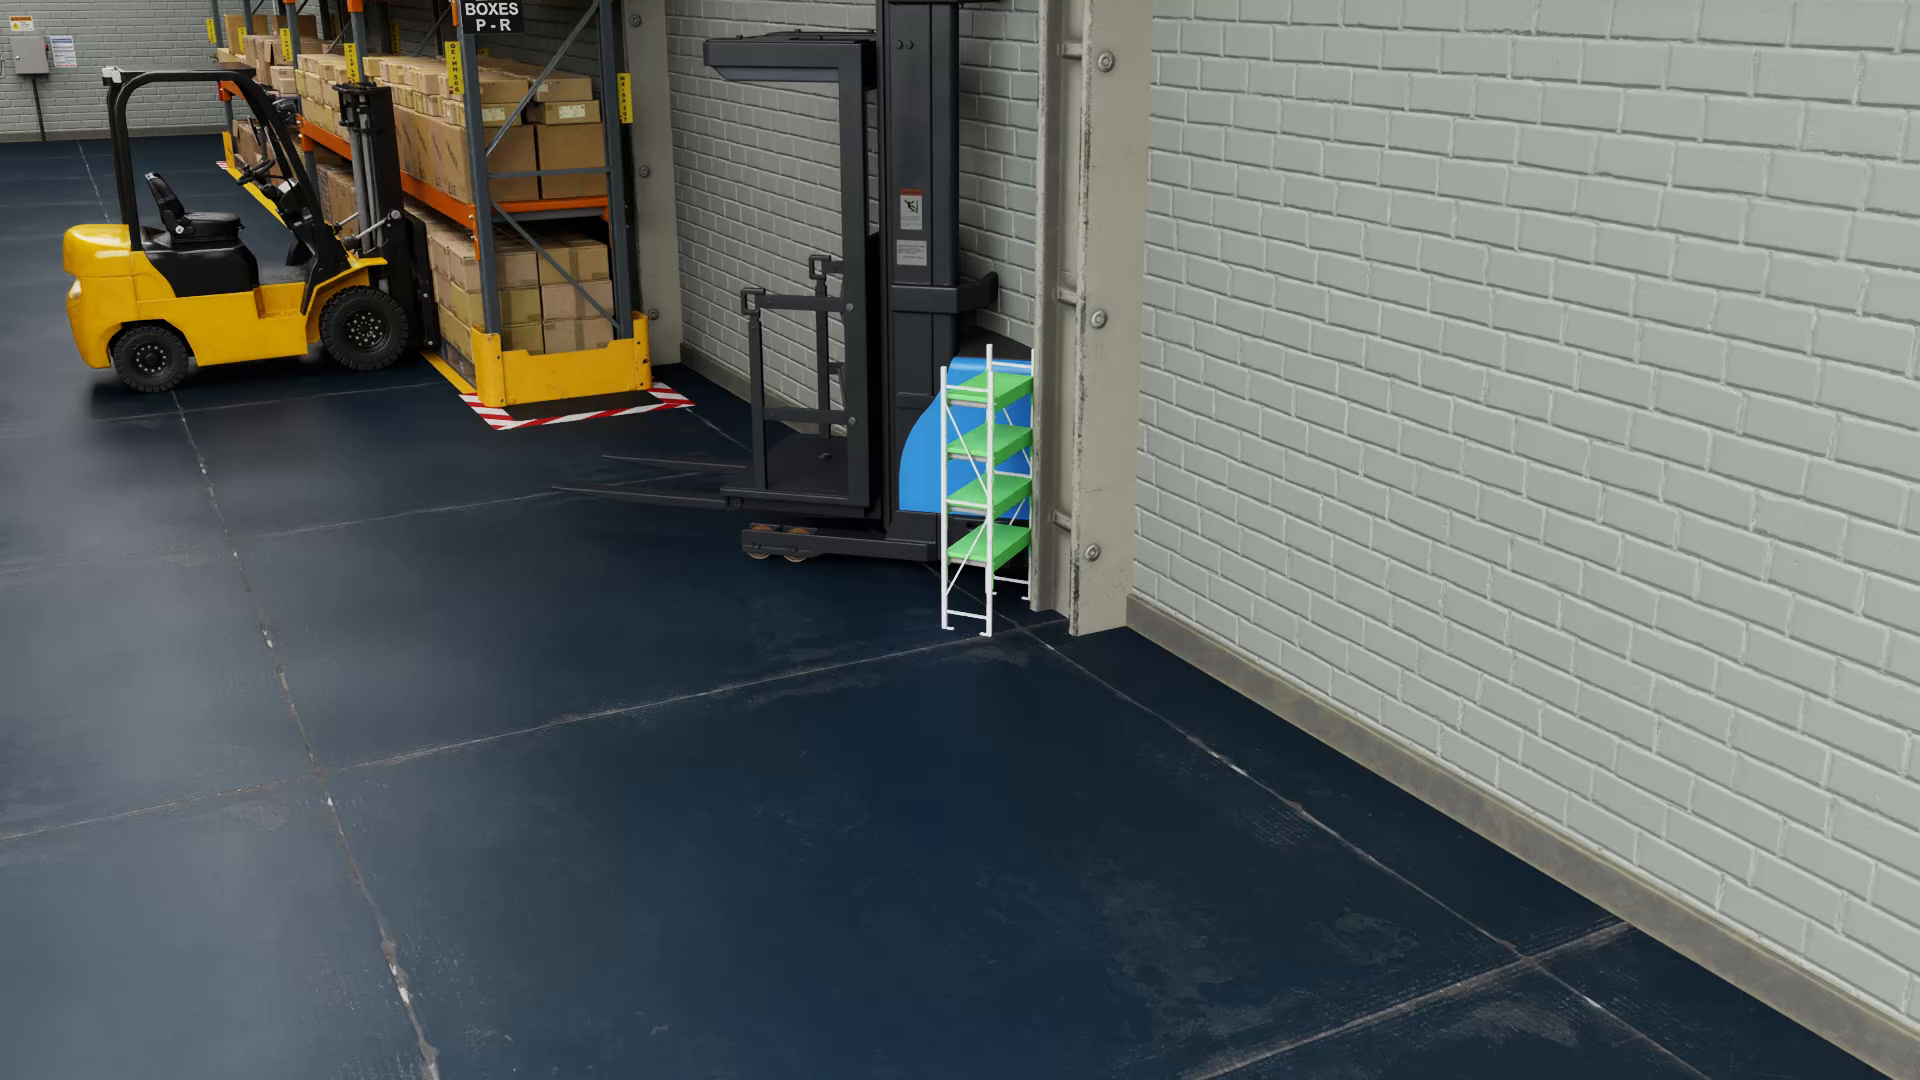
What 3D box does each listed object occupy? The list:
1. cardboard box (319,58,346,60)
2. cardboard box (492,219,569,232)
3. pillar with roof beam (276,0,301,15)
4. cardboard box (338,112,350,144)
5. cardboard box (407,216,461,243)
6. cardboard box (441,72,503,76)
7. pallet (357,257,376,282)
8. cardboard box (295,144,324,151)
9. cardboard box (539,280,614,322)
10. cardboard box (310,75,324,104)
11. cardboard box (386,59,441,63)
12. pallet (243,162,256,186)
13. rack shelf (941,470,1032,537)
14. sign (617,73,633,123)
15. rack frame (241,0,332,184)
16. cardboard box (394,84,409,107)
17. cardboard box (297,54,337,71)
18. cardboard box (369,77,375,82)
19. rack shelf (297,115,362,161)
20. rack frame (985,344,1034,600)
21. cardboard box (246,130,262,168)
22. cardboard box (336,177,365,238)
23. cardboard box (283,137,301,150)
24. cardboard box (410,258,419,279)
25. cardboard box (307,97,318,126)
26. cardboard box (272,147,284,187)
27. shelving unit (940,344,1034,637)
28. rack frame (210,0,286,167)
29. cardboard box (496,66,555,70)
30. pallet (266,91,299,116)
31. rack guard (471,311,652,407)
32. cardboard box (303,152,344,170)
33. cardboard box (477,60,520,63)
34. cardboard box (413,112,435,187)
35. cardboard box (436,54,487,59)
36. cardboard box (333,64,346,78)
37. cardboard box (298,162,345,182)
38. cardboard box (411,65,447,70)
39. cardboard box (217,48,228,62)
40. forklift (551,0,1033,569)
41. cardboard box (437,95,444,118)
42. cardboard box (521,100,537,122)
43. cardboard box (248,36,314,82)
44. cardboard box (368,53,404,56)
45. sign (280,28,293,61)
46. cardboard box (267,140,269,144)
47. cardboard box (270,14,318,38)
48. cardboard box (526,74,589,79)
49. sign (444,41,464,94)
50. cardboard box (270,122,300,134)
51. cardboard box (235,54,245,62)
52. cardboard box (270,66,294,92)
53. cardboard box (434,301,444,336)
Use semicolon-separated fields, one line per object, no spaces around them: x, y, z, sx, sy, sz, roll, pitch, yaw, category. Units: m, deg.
-6.114;-4.680;16.447;0.380;0.149;0.250;-10;21;-26;cardboard box
-3.291;-2.280;12.679;0.500;0.250;0.500;-10;21;-27;cardboard box
-14.634;-10.129;24.190;9.100;9.000;0.400;-10;21;-27;pillar with roof beam
-5.373;-3.778;15.212;0.500;0.250;0.500;-10;21;-27;cardboard box
-3.984;-2.344;12.865;0.500;0.250;0.500;-10;22;-28;cardboard box
-3.461;-3.238;11.812;0.380;0.149;0.250;-10;21;-26;cardboard box
-5.044;-2.489;15.520;1.003;0.211;1.213;-10;21;-27;pallet
-7.464;-4.486;19.227;0.380;0.149;0.250;-10;22;-27;cardboard box
-2.801;-1.755;11.925;0.500;0.250;0.500;-10;21;-26;cardboard box
-6.094;-4.453;16.401;0.500;0.250;0.500;-11;22;-28;cardboard box
-4.437;-3.826;13.516;0.380;0.149;0.250;-10;22;-28;cardboard box
-9.367;-5.128;23.168;1.003;0.211;1.213;-10;21;-27;pallet
0.132;-0.168;7.475;0.258;0.148;0.480;8;21;23;rack shelf
-2.269;-2.984;11.232;0.100;0.325;0.005;-10;21;-27;sign
-8.459;-5.898;21.125;1.000;3.000;0.127;-10;21;-27;rack frame
-4.157;-3.451;12.887;0.380;0.149;0.250;-11;22;-28;cardboard box
-6.667;-4.966;17.278;0.380;0.149;0.250;-9;21;-25;cardboard box
-4.740;-3.823;13.964;0.380;0.149;0.250;-10;22;-28;cardboard box
-5.610;-3.835;16.251;1.077;0.370;4.000;-10;21;-27;rack shelf
0.233;-0.301;7.664;0.240;1.200;0.015;8;21;23;rack frame
-9.286;-5.323;22.649;0.700;0.500;0.500;-11;22;-29;cardboard box
-5.638;-3.265;16.491;0.875;0.625;0.625;-11;22;-29;cardboard box
-7.963;-4.784;20.090;0.380;0.149;0.250;-10;21;-27;cardboard box
-3.993;-2.114;12.965;0.500;0.250;0.500;-10;21;-27;cardboard box
-6.329;-4.368;16.922;0.500;0.250;0.500;-10;22;-28;cardboard box
-8.166;-4.590;20.522;0.500;0.500;0.500;-10;22;-27;cardboard box
0.132;-0.228;7.454;0.258;1.200;0.503;8;21;23;shelving unit
-10.358;-7.046;24.453;1.000;3.000;0.127;-10;21;-27;rack frame
-3.254;-3.467;12.476;0.380;0.149;0.250;-11;22;-28;cardboard box
-6.943;-4.843;18.361;1.213;0.211;1.003;-10;21;-27;pallet
-2.749;-1.265;11.530;1.175;0.500;0.348;-10;21;-27;rack guard
-7.017;-4.176;18.328;0.380;0.149;0.250;-11;22;-29;cardboard box
-3.743;-3.759;13.323;0.380;0.149;0.250;-10;22;-28;cardboard box
-3.707;-2.898;12.279;0.500;0.500;0.500;-10;22;-28;cardboard box
-4.242;-4.051;14.169;0.380;0.149;0.250;-10;21;-27;cardboard box
-5.650;-4.381;15.582;0.380;0.149;0.250;-10;21;-26;cardboard box
-7.178;-4.000;18.813;0.500;0.500;0.500;-10;22;-27;cardboard box
-3.954;-3.532;12.665;0.380;0.149;0.250;-10;21;-26;cardboard box
-10.380;-6.944;23.930;0.500;0.250;0.500;-10;21;-26;cardboard box
-0.609;-1.436;8.300;3.031;2.935;1.130;5;20;13;forklift
-3.496;-3.089;11.837;0.380;0.149;0.250;-10;21;-27;cardboard box
-2.866;-3.006;11.595;0.380;0.149;0.250;-10;21;-27;cardboard box
-8.180;-5.822;20.107;0.700;0.500;0.500;-10;21;-26;cardboard box
-6.004;-4.984;17.328;0.380;0.149;0.250;-9;21;-25;cardboard box
-7.032;-5.173;17.370;0.100;0.325;0.005;-10;21;-27;sign
-8.523;-5.077;20.941;0.380;0.149;0.250;-9;21;-24;cardboard box
-8.932;-6.791;22.337;0.500;0.500;0.500;-11;22;-28;cardboard box
-2.803;-3.163;11.596;0.380;0.149;0.250;-9;21;-25;cardboard box
-3.245;-3.032;10.683;0.100;0.325;0.005;-10;21;-27;sign
-8.357;-5.151;20.698;0.380;0.149;0.250;-11;22;-29;cardboard box
-9.391;-6.363;22.246;0.500;0.250;0.500;-10;21;-27;cardboard box
-7.345;-5.130;18.486;0.500;0.250;0.500;-11;22;-29;cardboard box
-3.719;-1.727;12.609;0.500;0.250;0.500;-10;21;-26;cardboard box
